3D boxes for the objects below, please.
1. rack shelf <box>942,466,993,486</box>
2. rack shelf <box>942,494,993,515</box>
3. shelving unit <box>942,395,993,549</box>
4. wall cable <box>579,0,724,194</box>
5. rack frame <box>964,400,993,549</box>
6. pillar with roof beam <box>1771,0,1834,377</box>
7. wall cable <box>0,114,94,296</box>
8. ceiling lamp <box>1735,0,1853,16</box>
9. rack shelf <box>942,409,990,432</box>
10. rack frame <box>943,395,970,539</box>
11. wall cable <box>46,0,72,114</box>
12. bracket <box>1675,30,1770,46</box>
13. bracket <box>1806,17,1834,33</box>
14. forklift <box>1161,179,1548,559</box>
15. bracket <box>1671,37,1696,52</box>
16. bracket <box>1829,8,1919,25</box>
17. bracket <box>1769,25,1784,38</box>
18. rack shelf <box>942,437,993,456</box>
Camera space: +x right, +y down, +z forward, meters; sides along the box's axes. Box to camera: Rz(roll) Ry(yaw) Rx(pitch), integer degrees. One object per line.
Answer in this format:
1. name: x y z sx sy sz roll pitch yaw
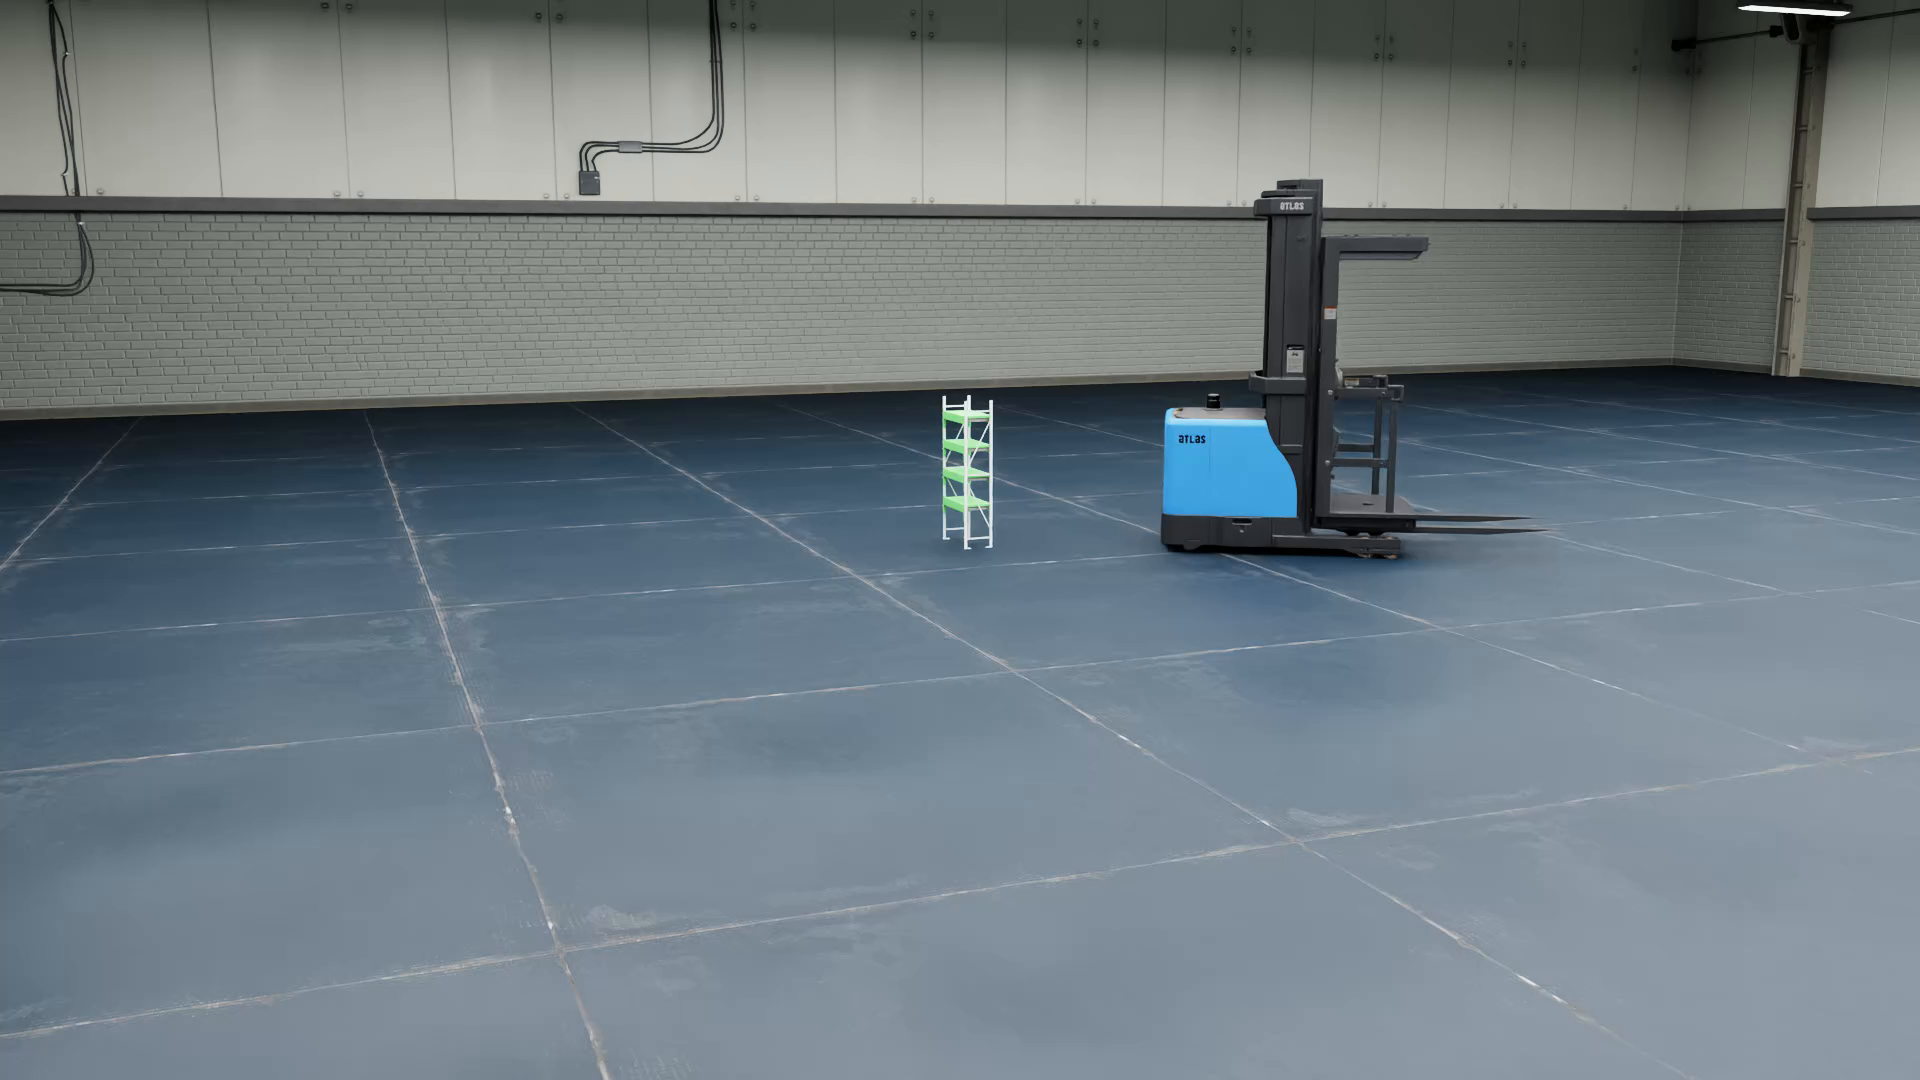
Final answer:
1. rack shelf: 0.060 -0.501 13.674 0.258 0.148 0.480 -4 11 -21
2. rack shelf: 0.060 -0.265 13.716 0.258 0.148 0.480 -4 11 -21
3. shelving unit: 0.060 -0.564 13.663 0.258 1.200 0.503 -4 11 -21
4. wall cable: -4.787 -8.365 25.541 2.305 6.003 0.169 -4 11 -21
5. rack frame: 0.148 -0.524 13.439 0.240 1.200 0.015 -4 11 -21
6. pillar with roof beam: 11.540 -7.252 28.994 9.100 9.000 0.548 -4 11 -21
7. wall cable: -13.641 -4.562 22.739 3.097 2.526 0.112 -4 11 -21
8. ceiling lamp: 12.330 -9.453 24.703 2.000 3.185 0.800 -4 11 -21
9. rack shelf: 0.060 -0.973 13.590 0.258 0.148 0.480 -4 11 -21
10. rack frame: -0.028 -0.604 13.887 0.240 1.200 0.015 -4 11 -21
11. wall cable: -11.120 -7.220 23.261 3.097 2.526 0.112 -4 11 -21
12. bracket: 14.427 -9.633 32.102 0.076 0.066 3.189 -4 11 -21
13. bracket: 15.372 -9.207 29.707 0.235 0.232 0.430 -4 11 -21
14. forklift: 3.177 -1.395 13.394 3.031 2.935 1.130 1 10 7
15. bracket: 14.213 -9.729 32.644 0.235 0.232 0.430 -4 11 -21
16. bracket: 16.306 -8.787 27.343 0.076 0.066 4.783 -4 11 -21
17. bracket: 15.072 -9.343 30.469 0.235 0.232 0.430 -4 11 -21
18. rack shelf: 0.060 -0.737 13.632 0.258 0.148 0.480 -4 11 -21
